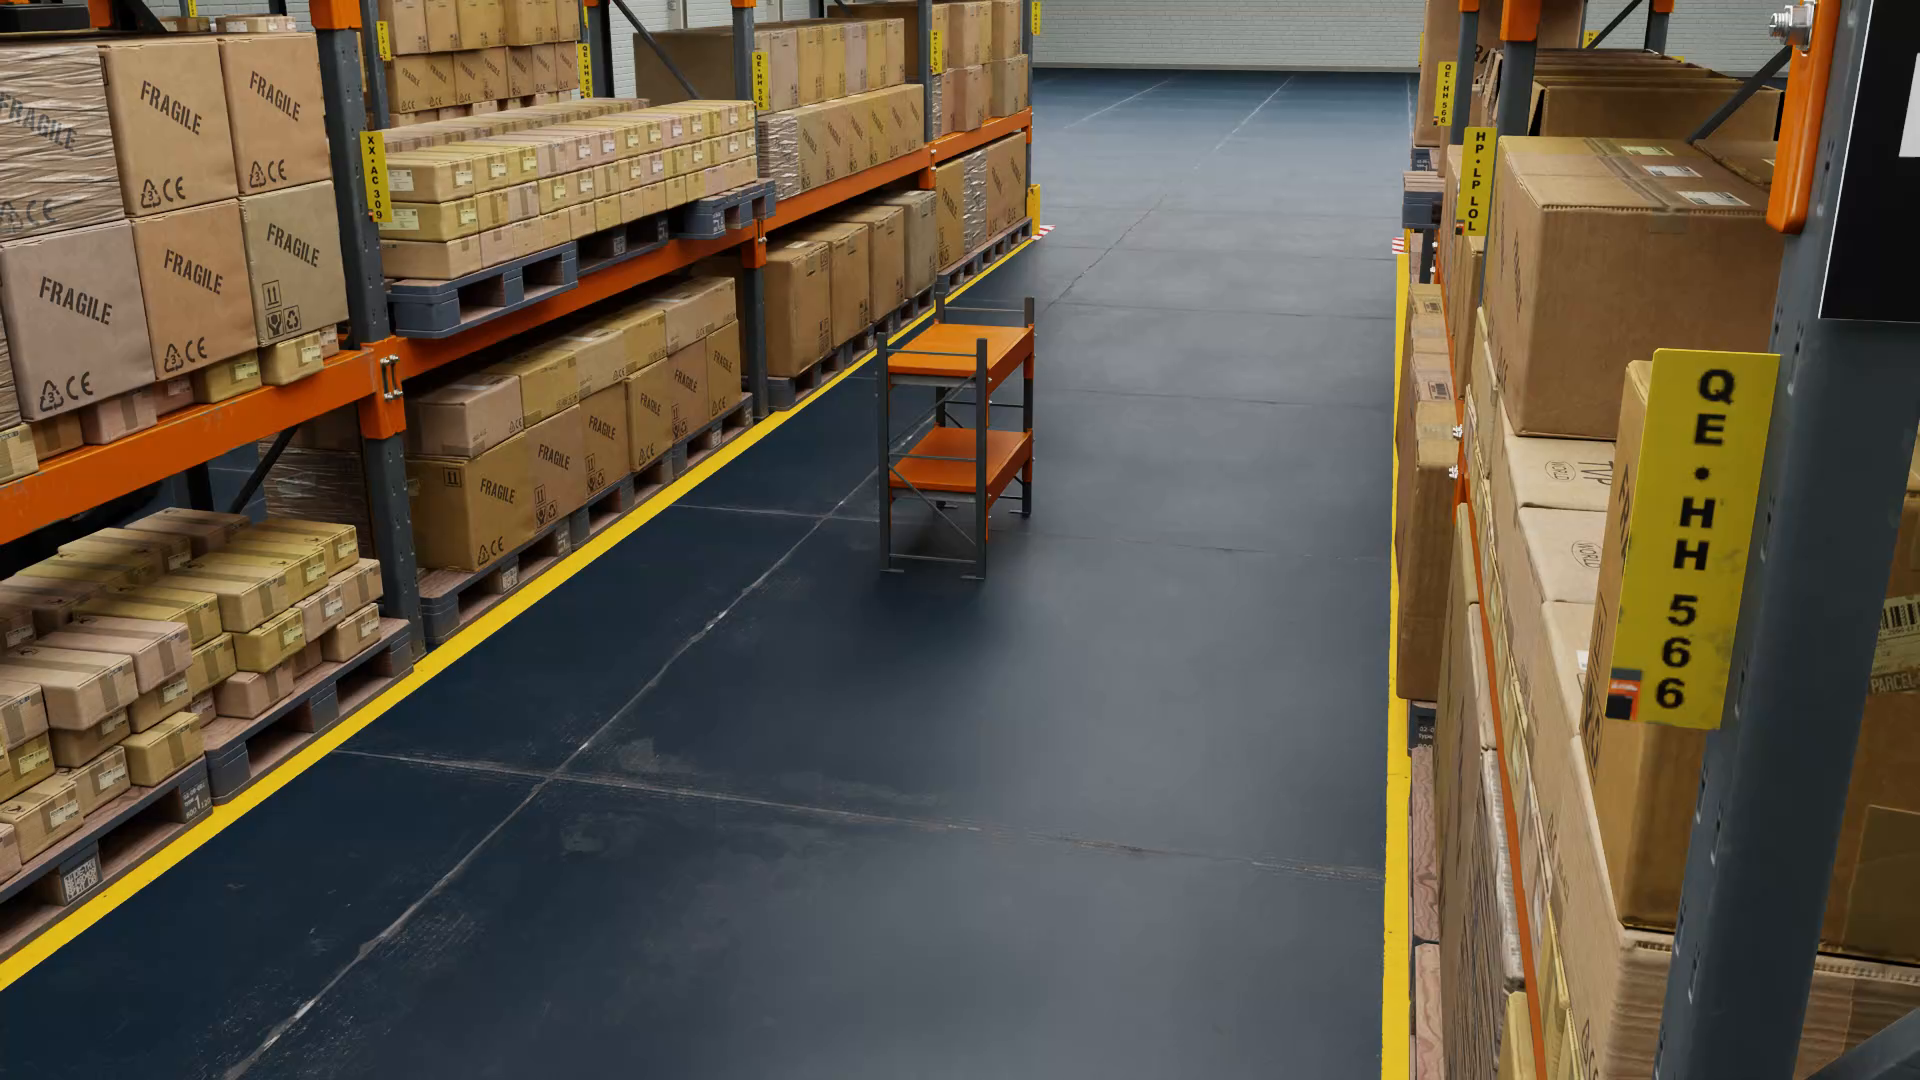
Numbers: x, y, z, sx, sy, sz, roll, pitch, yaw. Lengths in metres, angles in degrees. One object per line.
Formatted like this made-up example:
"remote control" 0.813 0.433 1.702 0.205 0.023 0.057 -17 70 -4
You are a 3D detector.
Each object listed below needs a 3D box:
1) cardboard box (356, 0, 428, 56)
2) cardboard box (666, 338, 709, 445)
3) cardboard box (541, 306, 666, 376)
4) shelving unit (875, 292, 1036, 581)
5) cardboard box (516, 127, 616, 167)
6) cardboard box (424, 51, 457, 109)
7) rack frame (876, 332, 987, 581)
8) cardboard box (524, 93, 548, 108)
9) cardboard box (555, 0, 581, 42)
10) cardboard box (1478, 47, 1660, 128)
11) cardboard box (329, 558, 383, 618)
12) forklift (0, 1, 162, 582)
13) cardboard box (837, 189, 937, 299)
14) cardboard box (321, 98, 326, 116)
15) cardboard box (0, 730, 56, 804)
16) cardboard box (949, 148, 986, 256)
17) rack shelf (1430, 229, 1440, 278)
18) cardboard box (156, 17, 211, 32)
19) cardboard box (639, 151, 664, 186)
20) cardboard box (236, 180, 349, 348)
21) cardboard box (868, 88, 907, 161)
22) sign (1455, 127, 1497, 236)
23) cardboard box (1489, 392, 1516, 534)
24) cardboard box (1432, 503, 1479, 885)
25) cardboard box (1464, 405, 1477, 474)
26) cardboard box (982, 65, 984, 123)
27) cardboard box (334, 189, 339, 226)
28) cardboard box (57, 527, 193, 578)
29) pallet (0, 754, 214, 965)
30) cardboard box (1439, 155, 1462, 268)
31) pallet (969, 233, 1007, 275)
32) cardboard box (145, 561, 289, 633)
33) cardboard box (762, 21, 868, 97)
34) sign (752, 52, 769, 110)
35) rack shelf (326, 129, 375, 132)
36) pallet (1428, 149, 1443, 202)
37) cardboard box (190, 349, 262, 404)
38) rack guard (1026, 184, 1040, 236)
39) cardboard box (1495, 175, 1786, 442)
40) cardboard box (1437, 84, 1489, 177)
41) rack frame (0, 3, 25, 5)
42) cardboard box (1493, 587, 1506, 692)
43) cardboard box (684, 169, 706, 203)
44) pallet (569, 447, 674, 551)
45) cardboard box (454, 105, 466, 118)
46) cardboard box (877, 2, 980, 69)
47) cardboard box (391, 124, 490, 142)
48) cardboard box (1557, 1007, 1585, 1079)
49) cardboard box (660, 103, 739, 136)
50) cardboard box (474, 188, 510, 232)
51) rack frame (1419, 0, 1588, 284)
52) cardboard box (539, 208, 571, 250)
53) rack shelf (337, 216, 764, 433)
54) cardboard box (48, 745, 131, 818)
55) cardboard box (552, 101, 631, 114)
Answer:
"cardboard box" -5.231 -4.614 14.894 0.700 0.500 0.500 4 19 13
"cardboard box" -1.739 -0.846 9.240 0.500 0.500 0.500 5 20 16
"cardboard box" -1.866 -1.038 8.642 0.500 0.250 0.500 5 20 15
"shelving unit" -0.002 -0.530 8.000 0.538 1.125 1.048 5 19 13
"cardboard box" -1.821 -1.819 7.692 0.380 0.149 0.250 5 20 15
"cardboard box" -5.071 -4.295 15.508 0.500 0.500 0.500 5 19 13
"rack frame" -0.126 -0.371 7.533 0.500 1.125 0.032 5 19 13
"cardboard box" -4.526 -4.583 17.353 0.380 0.149 0.250 5 19 14
"cardboard box" -4.484 -5.570 17.692 0.700 0.500 0.500 4 19 12
"cardboard box" 2.889 -2.090 7.959 0.797 0.503 0.637 5 20 15
"cardboard box" -2.447 0.168 6.356 0.380 0.149 0.250 5 20 14
"forklift" -4.812 -1.518 8.097 1.130 2.935 3.031 -1 19 -3
"cardboard box" -0.788 -2.405 13.420 1.050 0.750 0.750 5 19 13
"cardboard box" -5.488 -3.648 13.965 0.380 0.149 0.250 4 19 12
"cardboard box" -2.941 0.654 4.933 0.380 0.149 0.250 6 20 16
"cardboard box" -0.286 -3.141 15.379 0.875 0.875 0.875 5 19 14
"rack shelf" 3.572 -2.082 10.756 1.077 0.370 4.000 5 19 13
"cardboard box" -6.172 -4.058 13.159 0.380 0.149 0.250 6 20 16
"cardboard box" -1.693 -1.845 8.226 0.380 0.149 0.250 5 20 15
"cardboard box" -2.523 -0.980 5.800 0.500 0.500 0.500 5 19 13
"cardboard box" -0.716 -3.177 12.694 0.500 0.500 0.500 4 19 13
"sign" 1.578 -1.092 5.076 0.100 0.325 0.005 5 19 13
"cardboard box" 1.490 -0.167 3.808 0.500 0.250 0.500 5 20 15
"cardboard box" 1.868 0.465 4.823 0.875 0.875 0.875 5 19 13
"cardboard box" 1.648 -0.274 4.739 0.380 0.149 0.250 4 19 12
"cardboard box" -0.254 -4.169 15.520 0.875 0.550 0.500 5 19 13
"cardboard box" -2.709 -1.409 6.951 0.380 0.149 0.250 5 19 14
"cardboard box" -3.088 0.077 6.163 0.380 0.149 0.250 6 20 16
"pallet" -3.104 0.951 5.077 1.003 0.211 1.213 5 19 13
"cardboard box" 2.577 -1.551 7.932 0.500 0.500 0.500 4 19 12
"pallet" -0.166 -2.769 15.968 1.003 0.211 1.213 5 19 13
"cardboard box" -2.591 0.197 5.810 0.380 0.149 0.250 4 19 13
"cardboard box" -1.087 -3.518 12.144 0.700 0.500 0.500 5 19 14
"sign" -1.173 -2.690 9.753 0.100 0.325 0.005 5 19 13
"rack shelf" -5.060 -4.119 16.718 1.077 0.370 4.000 5 19 13
"pallet" 3.528 -2.329 10.662 1.003 0.211 1.213 5 19 13
"cardboard box" -2.602 -0.570 5.605 0.380 0.149 0.250 5 20 16
"rack guard" 0.259 -3.551 17.811 1.175 0.500 0.348 5 19 13
"cardboard box" 1.491 -0.520 3.680 0.500 0.500 0.500 4 19 12
"cardboard box" 3.216 -2.397 9.761 0.700 0.500 0.500 8 20 21
"rack frame" -6.526 -2.578 11.096 1.000 3.000 0.127 5 19 13
"cardboard box" 1.271 0.214 3.310 0.380 0.149 0.250 5 19 14
"cardboard box" -1.565 -1.872 8.767 0.380 0.149 0.250 4 19 13
"pallet" -2.194 -0.274 8.662 1.003 0.211 1.213 5 19 13
"cardboard box" -4.985 -4.116 15.987 0.380 0.149 0.250 5 19 13
"cardboard box" -0.313 -4.508 14.842 0.875 0.550 0.550 5 19 13
"cardboard box" -2.450 -1.877 7.860 0.380 0.149 0.250 4 19 11
"cardboard box" 0.897 0.693 1.907 0.380 0.149 0.250 5 19 14
"cardboard box" -1.440 -2.312 9.135 0.380 0.149 0.250 4 19 13
"cardboard box" -2.075 -1.355 6.792 0.380 0.149 0.250 4 19 12
"rack frame" 4.061 -3.050 12.475 1.000 3.000 0.127 5 19 13
"cardboard box" -1.947 -1.377 7.316 0.380 0.149 0.250 5 19 14
"rack shelf" -2.190 -1.252 8.325 1.077 0.370 4.000 5 19 13
"cardboard box" -2.826 0.736 5.154 0.380 0.149 0.250 5 19 14
"cardboard box" -2.065 -2.367 9.294 0.380 0.149 0.250 4 19 12
